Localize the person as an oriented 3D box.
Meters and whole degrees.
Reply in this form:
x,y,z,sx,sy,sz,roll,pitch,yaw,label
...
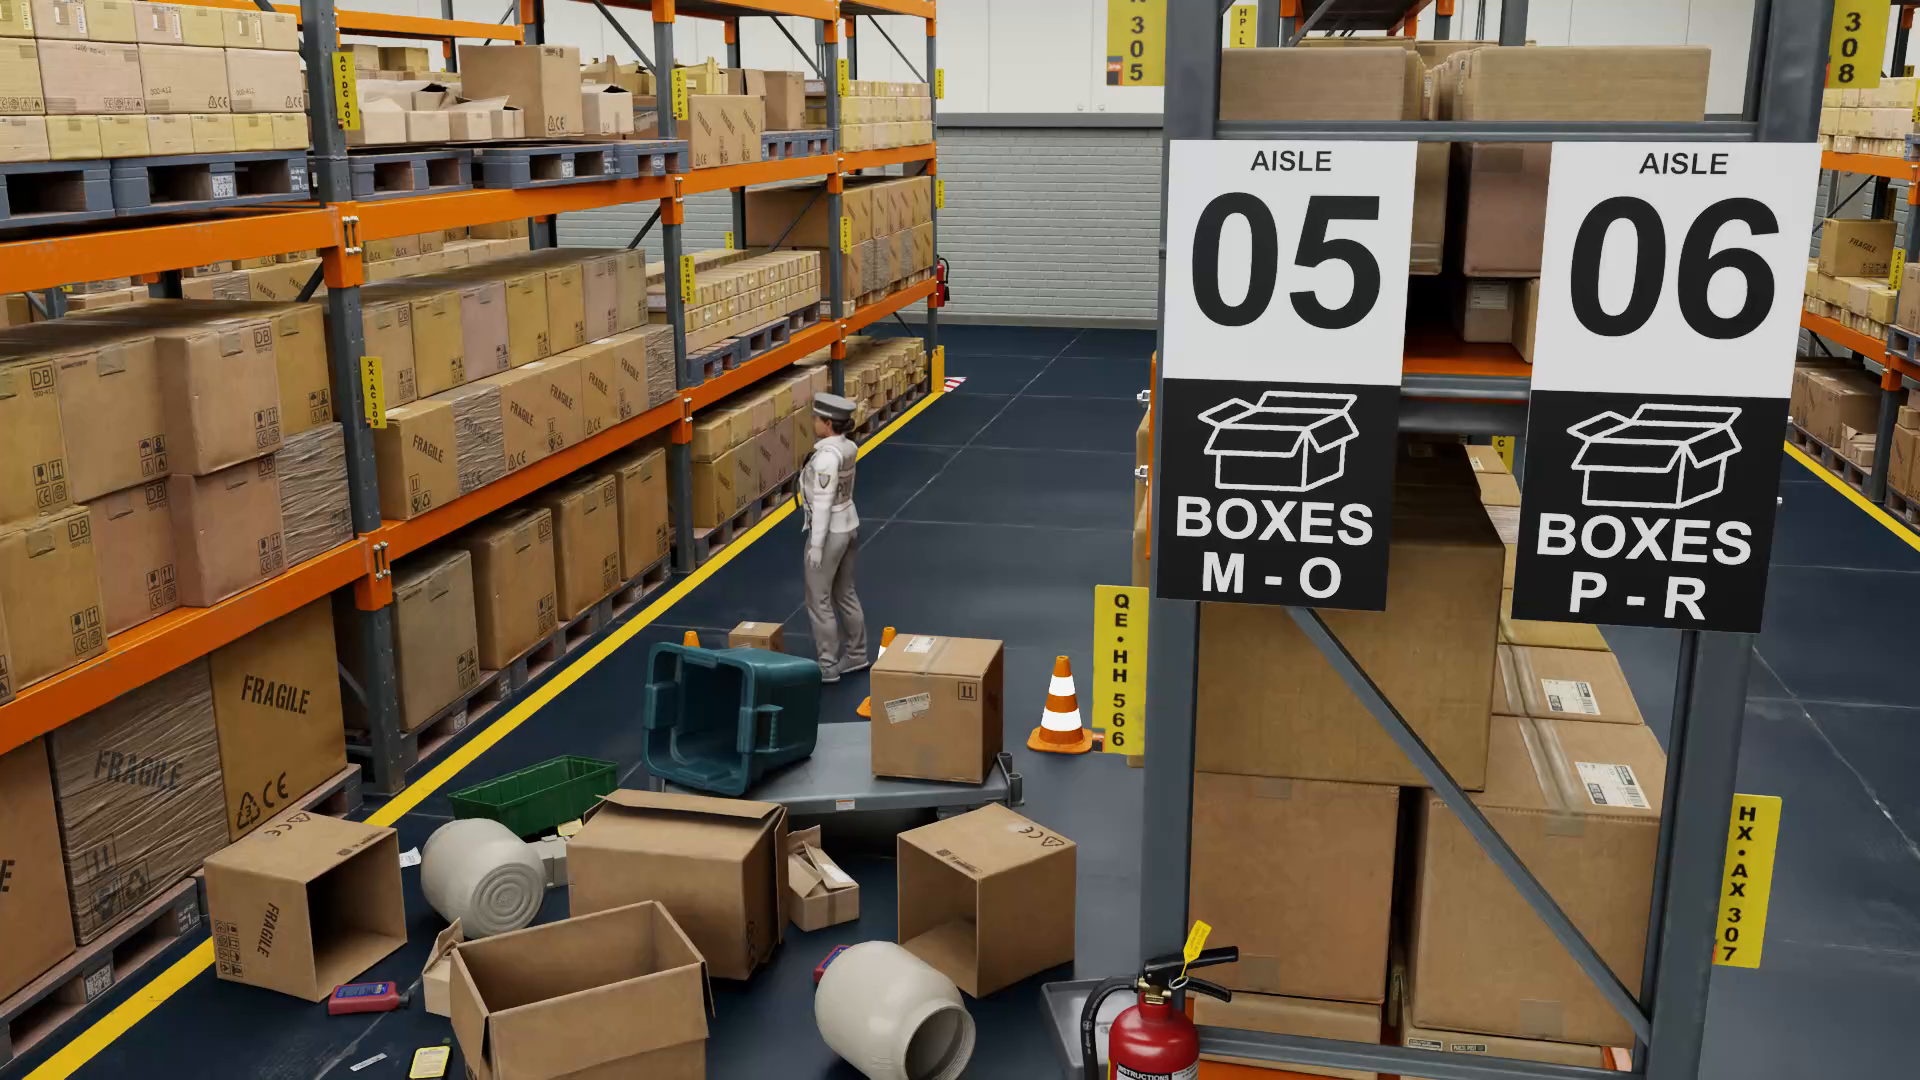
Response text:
x,y,z,sx,sy,sz,roll,pitch,yaw,label
-0.764,-0.008,9.543,0.383,1.699,0.474,4,15,13,person
